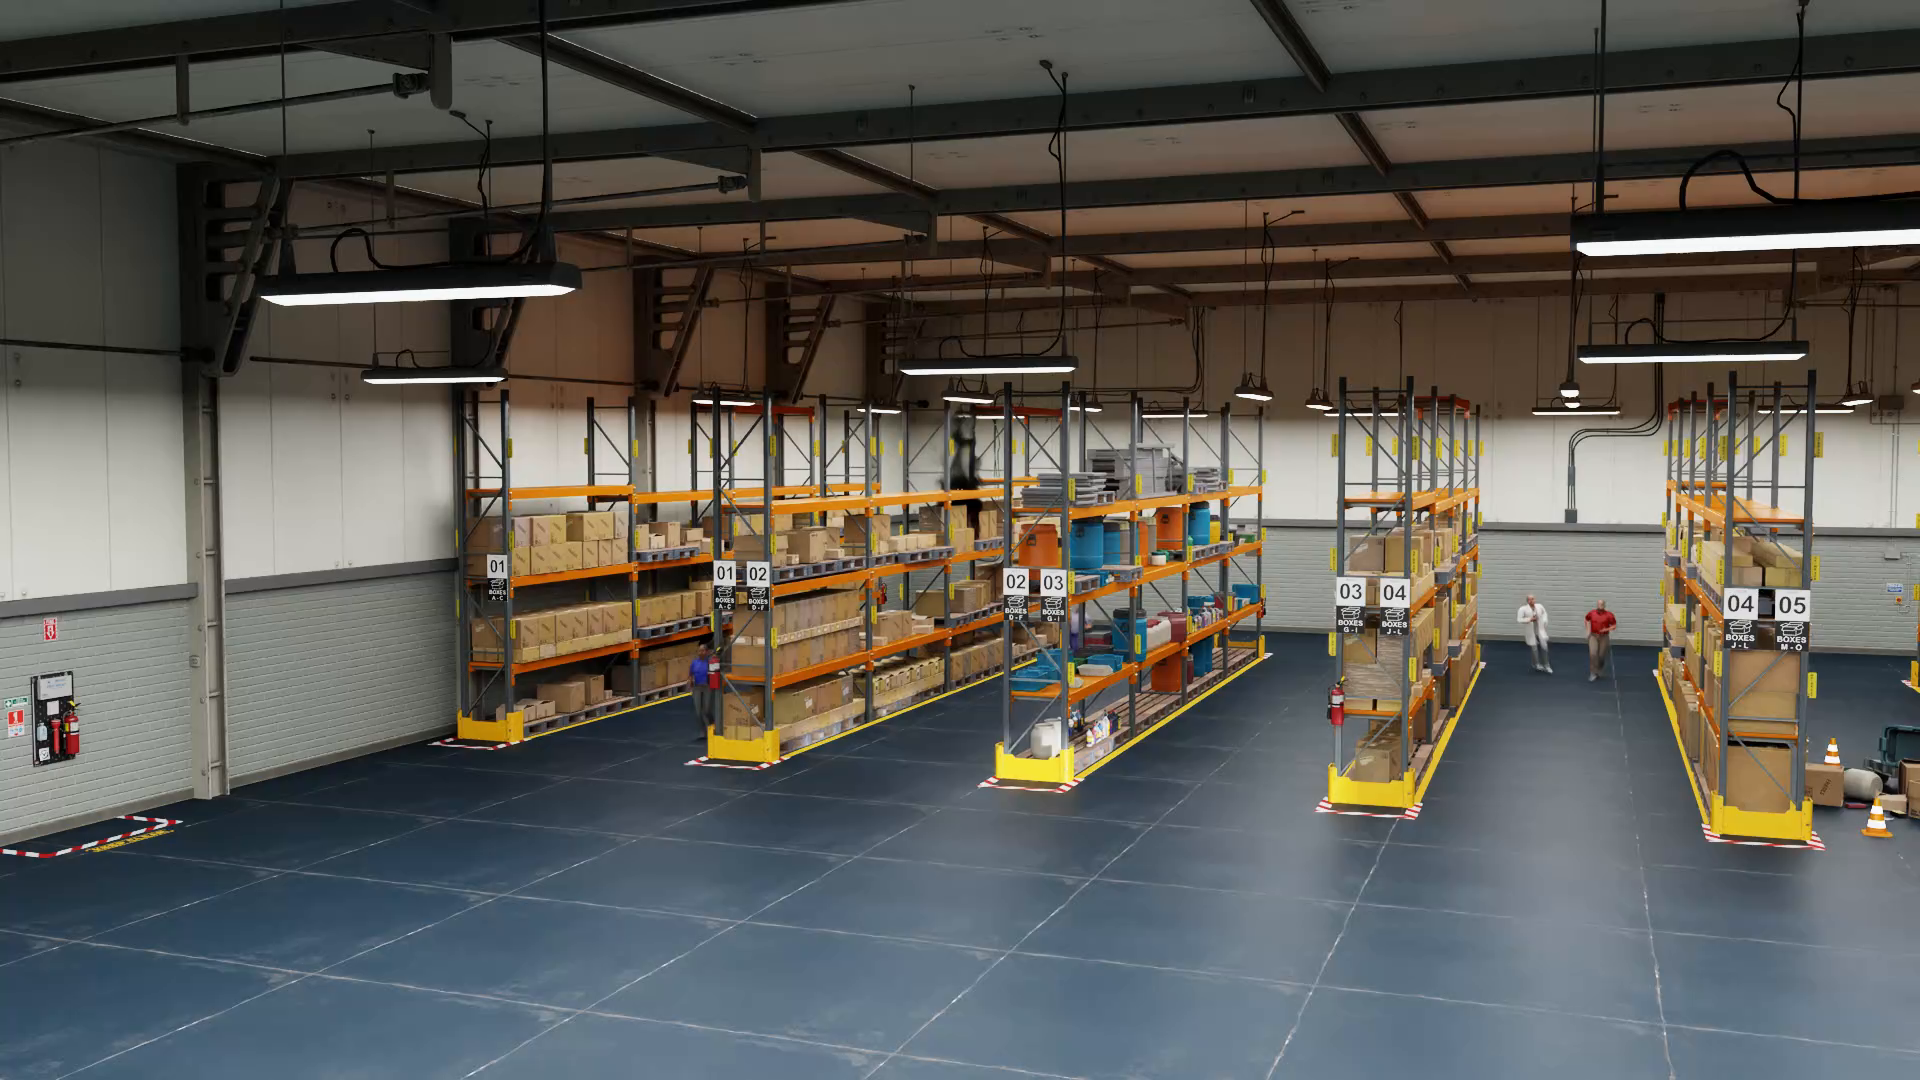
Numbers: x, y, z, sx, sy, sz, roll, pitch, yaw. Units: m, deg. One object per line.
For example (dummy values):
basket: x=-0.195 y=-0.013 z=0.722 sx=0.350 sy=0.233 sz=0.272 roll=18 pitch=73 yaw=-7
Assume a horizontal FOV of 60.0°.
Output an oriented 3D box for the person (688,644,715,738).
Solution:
person: x=-4.444 y=2.613 z=28.725 sx=0.571 sy=1.608 sz=0.572 roll=0 pitch=3 yaw=6

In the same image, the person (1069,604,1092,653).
person: x=2.590 y=2.167 z=36.419 sx=0.613 sy=1.625 sz=0.910 roll=1 pitch=3 yaw=9

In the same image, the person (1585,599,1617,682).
person: x=13.877 y=2.166 z=36.058 sx=0.664 sy=1.763 sz=0.879 roll=1 pitch=3 yaw=25

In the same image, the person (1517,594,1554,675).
person: x=12.826 y=2.084 z=37.210 sx=0.766 sy=1.772 sz=0.755 roll=0 pitch=3 yaw=7
